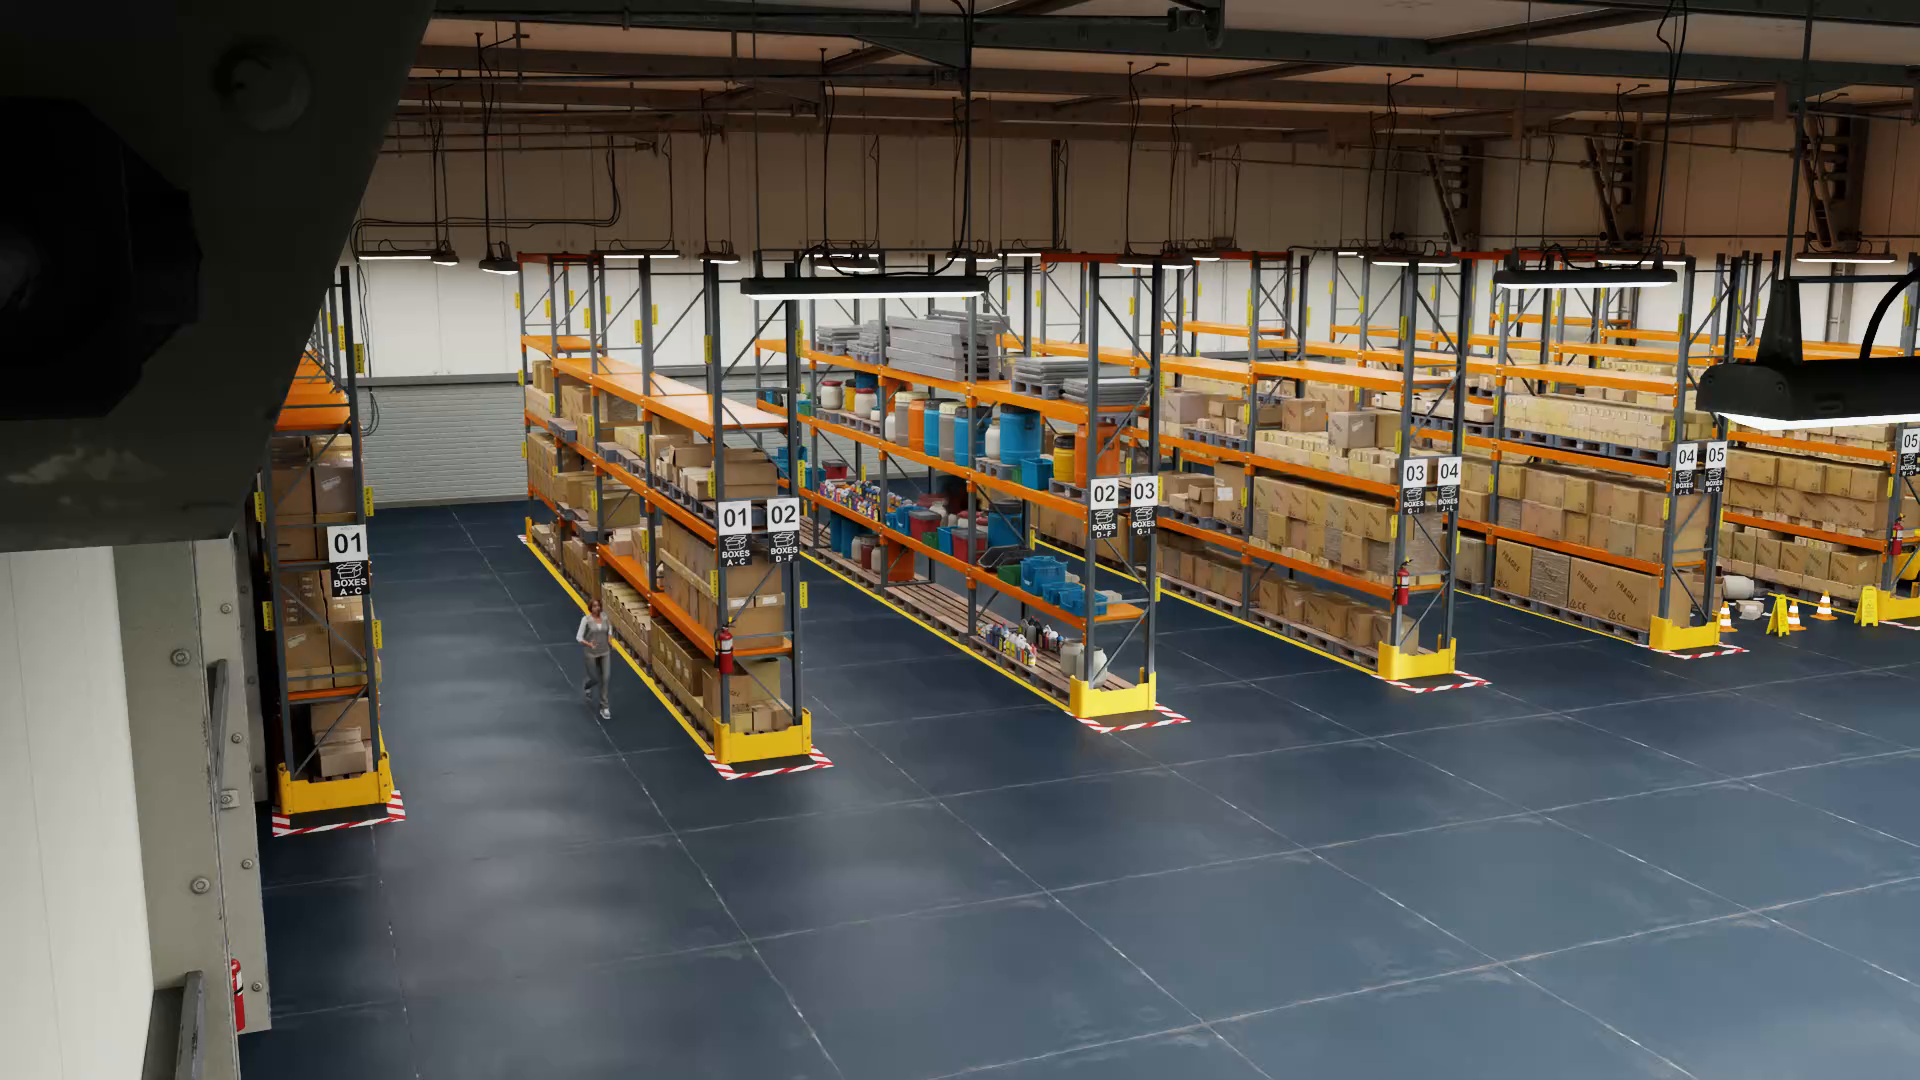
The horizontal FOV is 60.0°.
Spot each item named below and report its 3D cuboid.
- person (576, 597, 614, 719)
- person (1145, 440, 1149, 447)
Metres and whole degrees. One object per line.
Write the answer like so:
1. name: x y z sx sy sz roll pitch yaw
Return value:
1. person: -4.856 1.539 22.229 0.539 1.591 0.825 -6 12 -30
2. person: 4.801 -2.019 41.611 0.612 1.633 0.703 -2 11 -13
